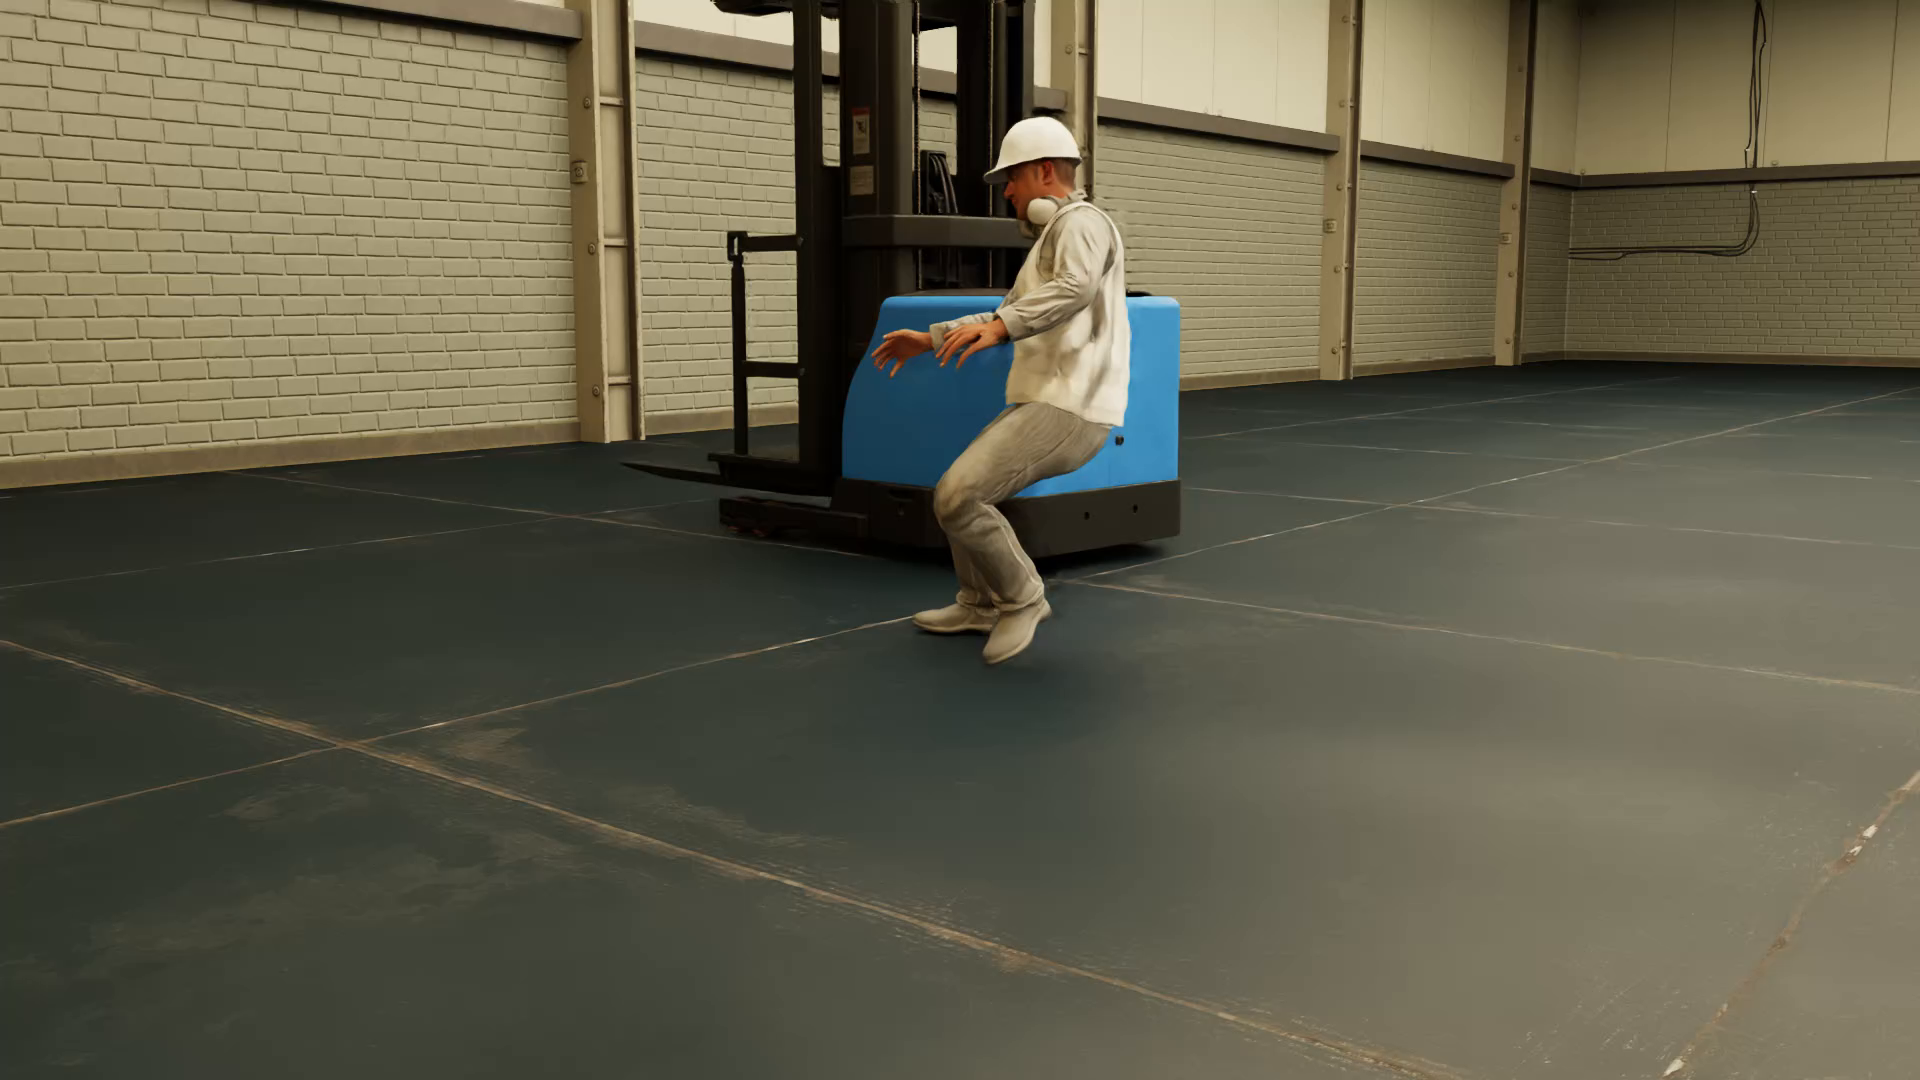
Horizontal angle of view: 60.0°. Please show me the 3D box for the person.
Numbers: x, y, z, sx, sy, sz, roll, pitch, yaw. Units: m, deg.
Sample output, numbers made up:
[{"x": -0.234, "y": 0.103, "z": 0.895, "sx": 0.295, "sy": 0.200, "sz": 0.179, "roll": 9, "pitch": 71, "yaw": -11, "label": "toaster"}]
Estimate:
[{"x": 0.118, "y": -0.437, "z": 4.896, "sx": 0.751, "sy": 1.596, "sz": 0.887, "roll": -1, "pitch": 8, "yaw": -4, "label": "person"}]

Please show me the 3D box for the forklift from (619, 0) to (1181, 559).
[{"x": -0.460, "y": -1.508, "z": 7.585, "sx": 1.130, "sy": 2.935, "sz": 3.031, "roll": -8, "pitch": 12, "yaw": -44, "label": "forklift"}]
